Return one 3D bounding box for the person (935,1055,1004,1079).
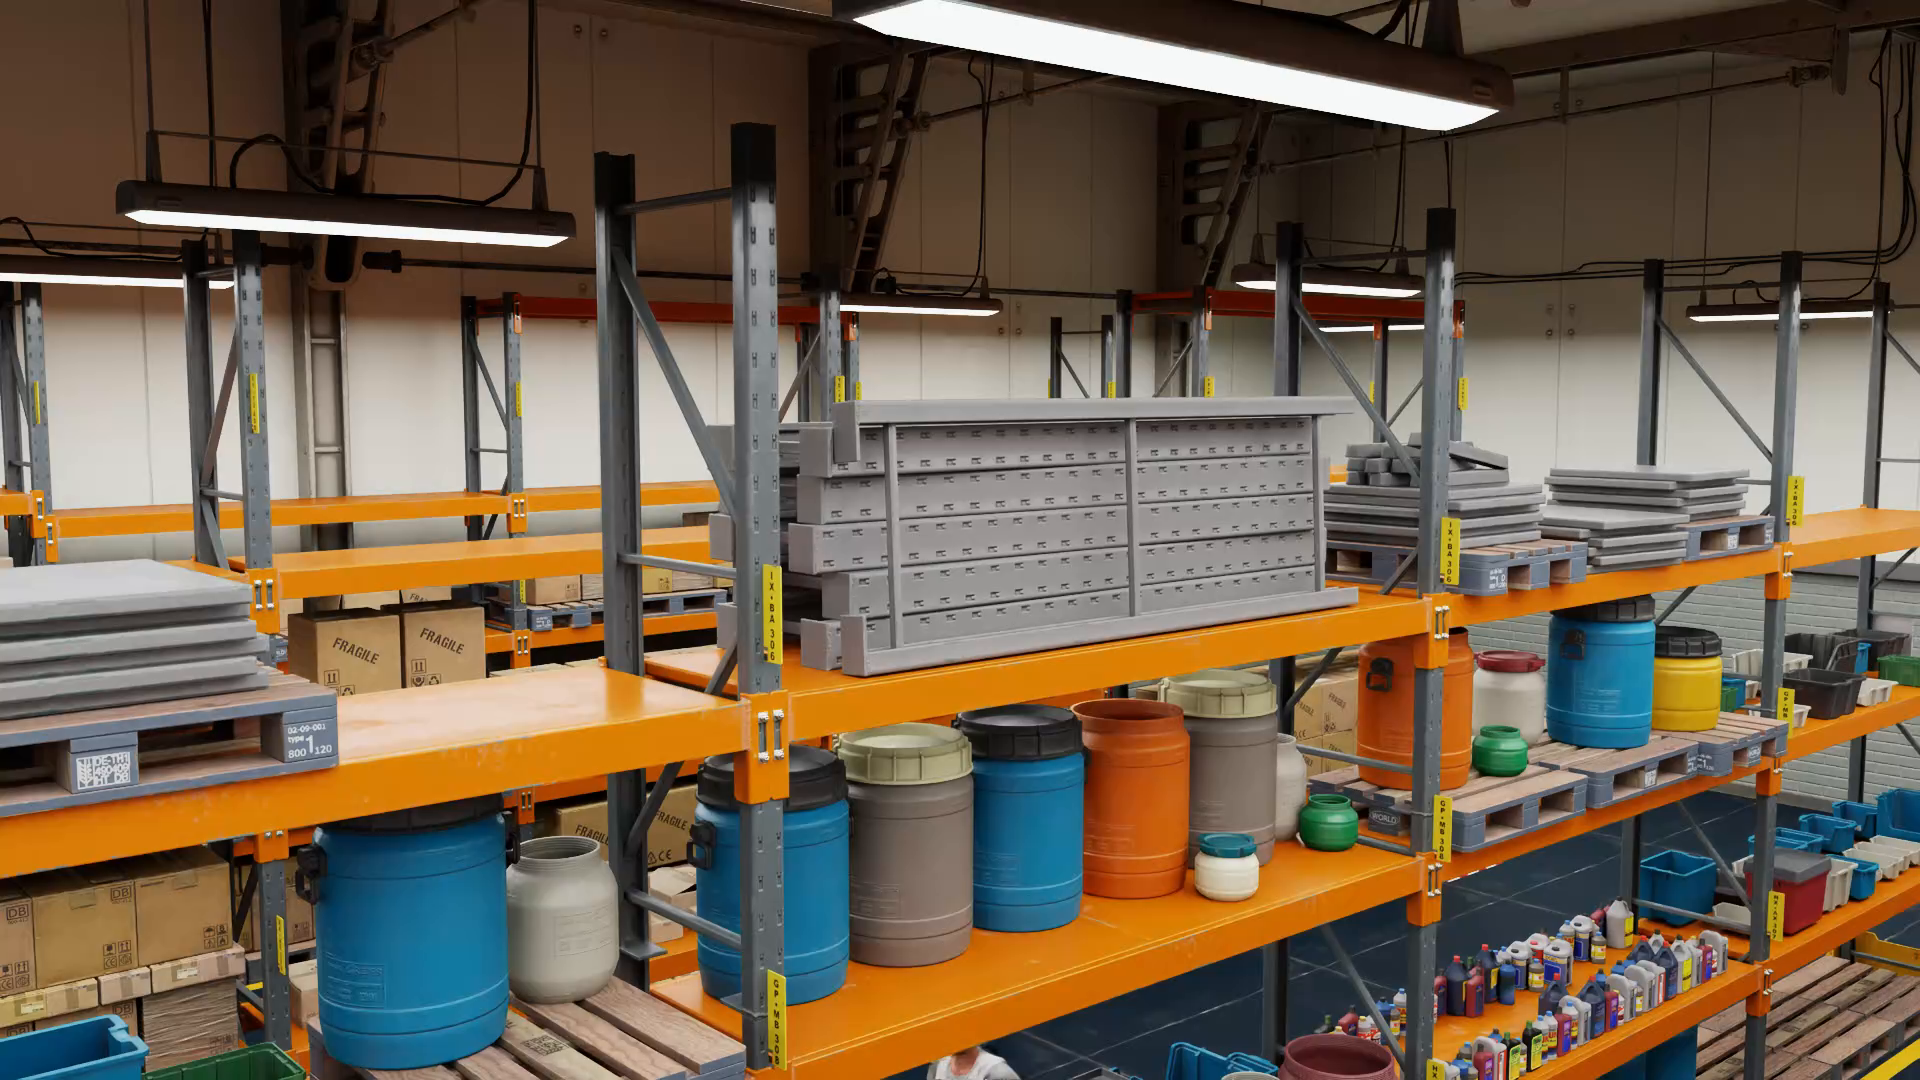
[{"bbox_3d":[0.081,3.532,9.275,0.423,1.409,0.626,5,7,41],"label":"person"}]
